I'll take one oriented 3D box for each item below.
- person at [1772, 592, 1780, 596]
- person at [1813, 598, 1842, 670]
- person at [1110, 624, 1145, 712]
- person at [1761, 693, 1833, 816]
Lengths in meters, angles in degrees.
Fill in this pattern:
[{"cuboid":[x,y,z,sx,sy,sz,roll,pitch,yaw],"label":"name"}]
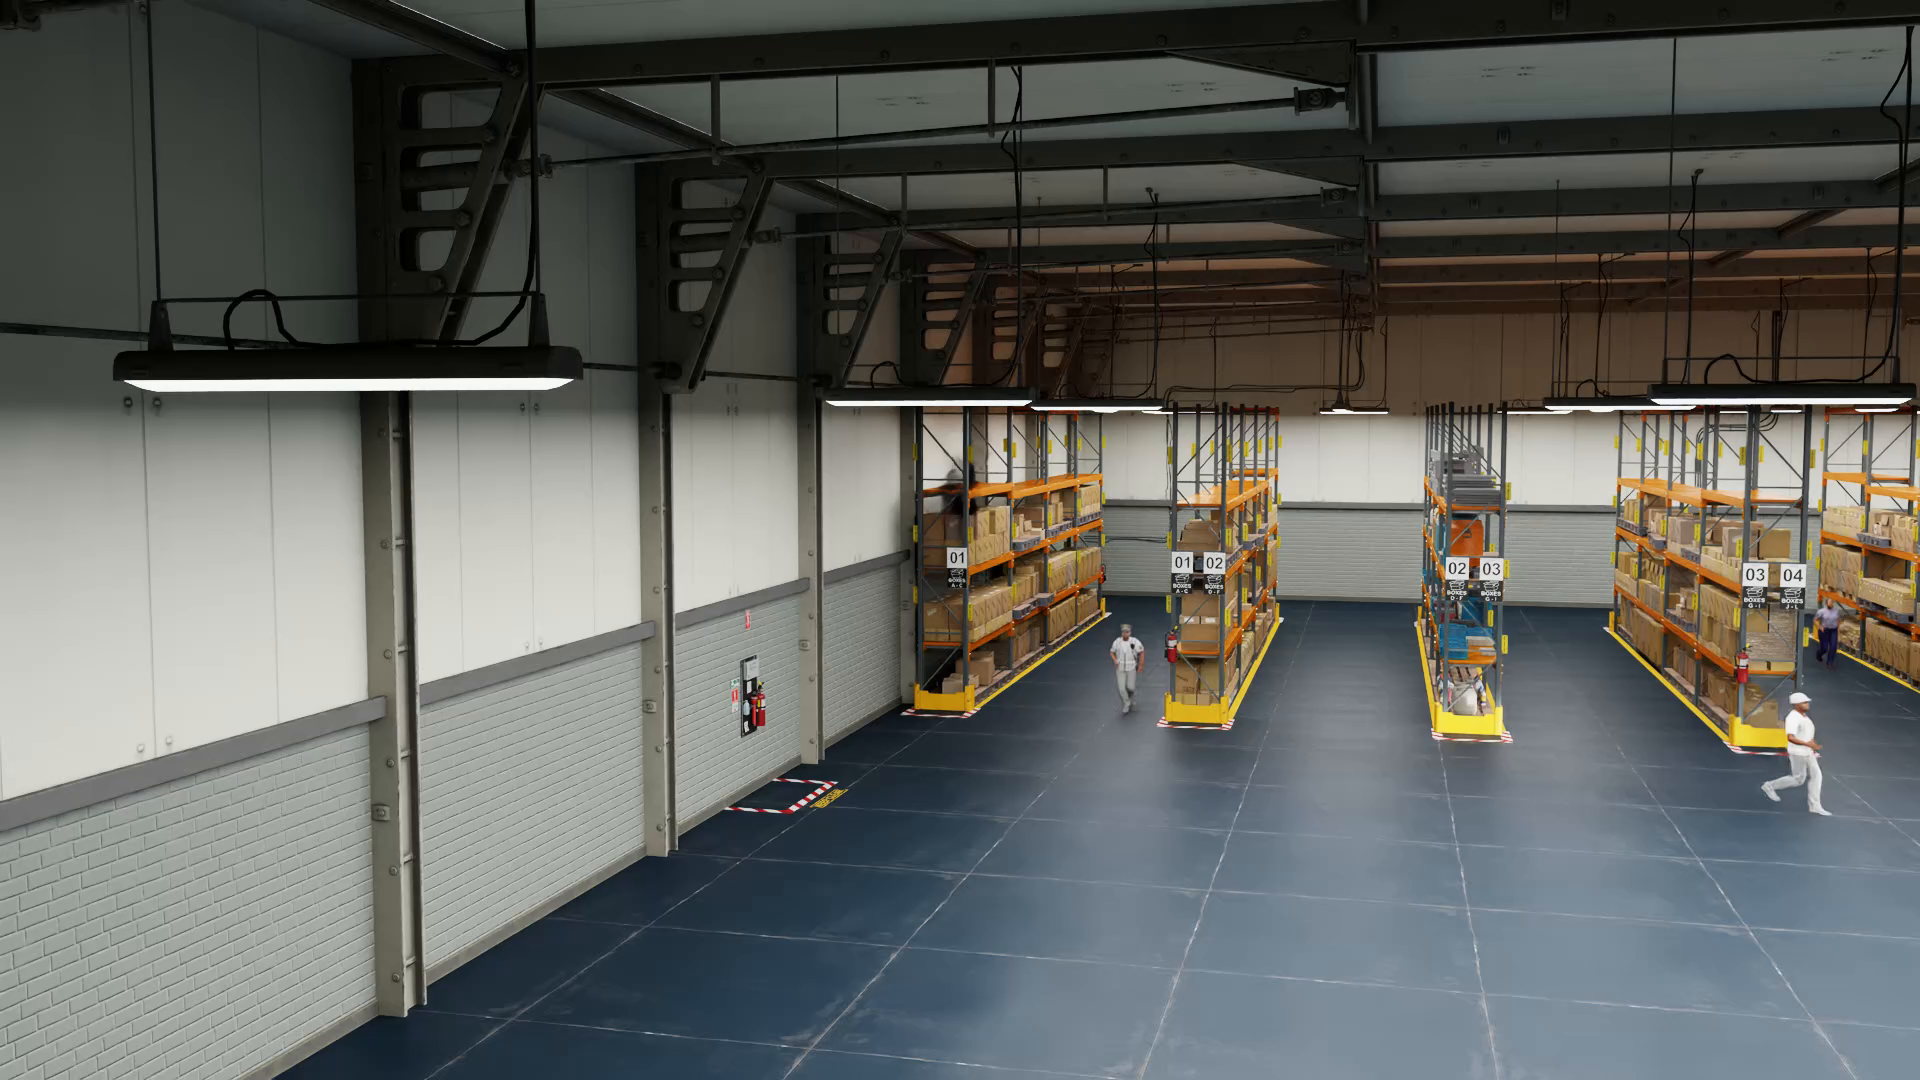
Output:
[{"cuboid":[20.792,1.737,42.580,0.677,1.661,0.924,2,5,22],"label":"person"},{"cuboid":[19.780,2.118,37.886,0.625,1.608,0.726,1,4,9],"label":"person"},{"cuboid":[3.228,2.486,32.252,0.664,1.727,0.587,1,4,16],"label":"person"},{"cuboid":[12.156,3.081,24.089,0.932,1.754,0.712,4,6,41],"label":"person"}]
